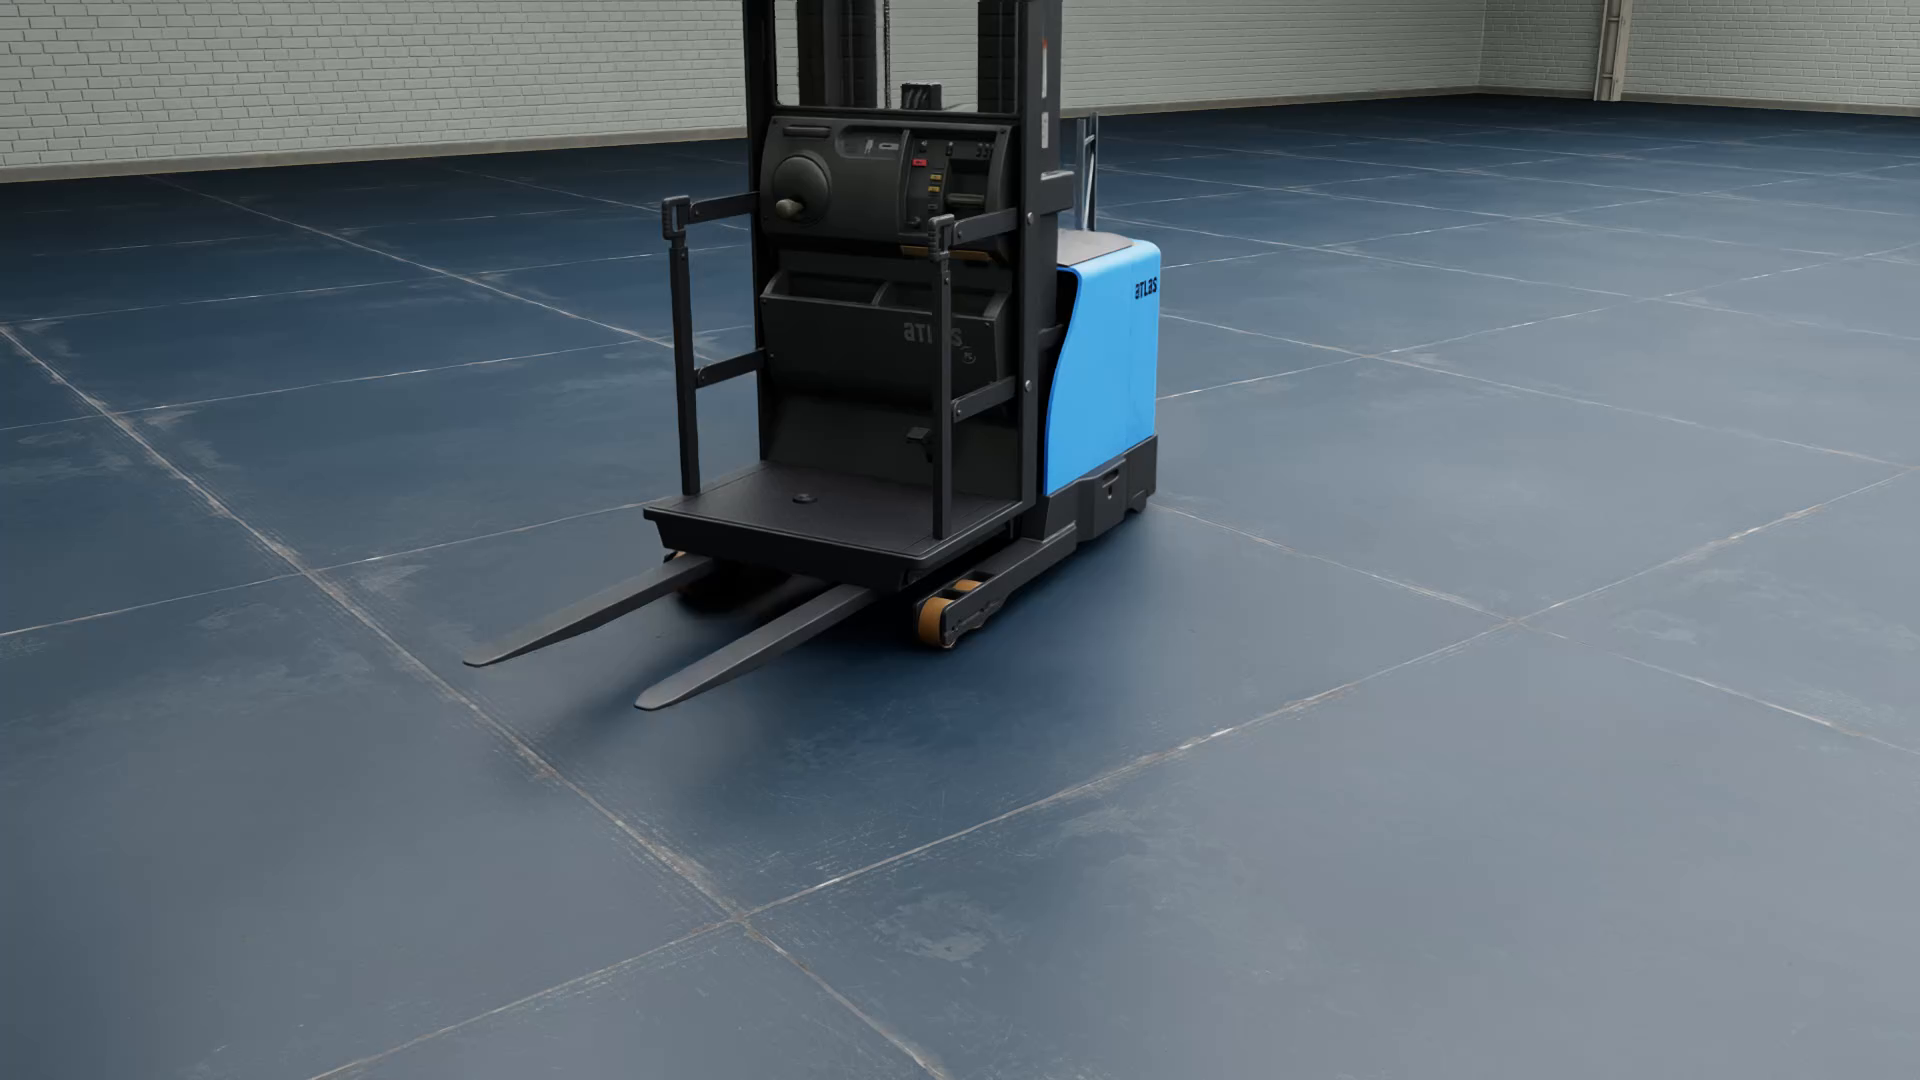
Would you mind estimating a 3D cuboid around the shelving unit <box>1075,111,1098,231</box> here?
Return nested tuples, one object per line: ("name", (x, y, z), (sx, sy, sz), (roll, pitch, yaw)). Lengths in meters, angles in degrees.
("shelving unit", (0.045, -1.094, 7.281), (1.083, 1.500, 0.587), (3, 19, 10))

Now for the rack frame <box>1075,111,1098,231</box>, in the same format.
("rack frame", (0.535, -1.064, 7.190), (0.032, 1.500, 0.500), (3, 19, 10))

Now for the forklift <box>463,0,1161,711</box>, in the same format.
("forklift", (-0.360, -1.205, 5.340), (1.130, 2.935, 3.031), (10, 21, 27))

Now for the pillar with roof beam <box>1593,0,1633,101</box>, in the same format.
("pillar with roof beam", (8.903, -11.772, 27.597), (9.100, 9.000, 0.400), (-14, 23, -36))
